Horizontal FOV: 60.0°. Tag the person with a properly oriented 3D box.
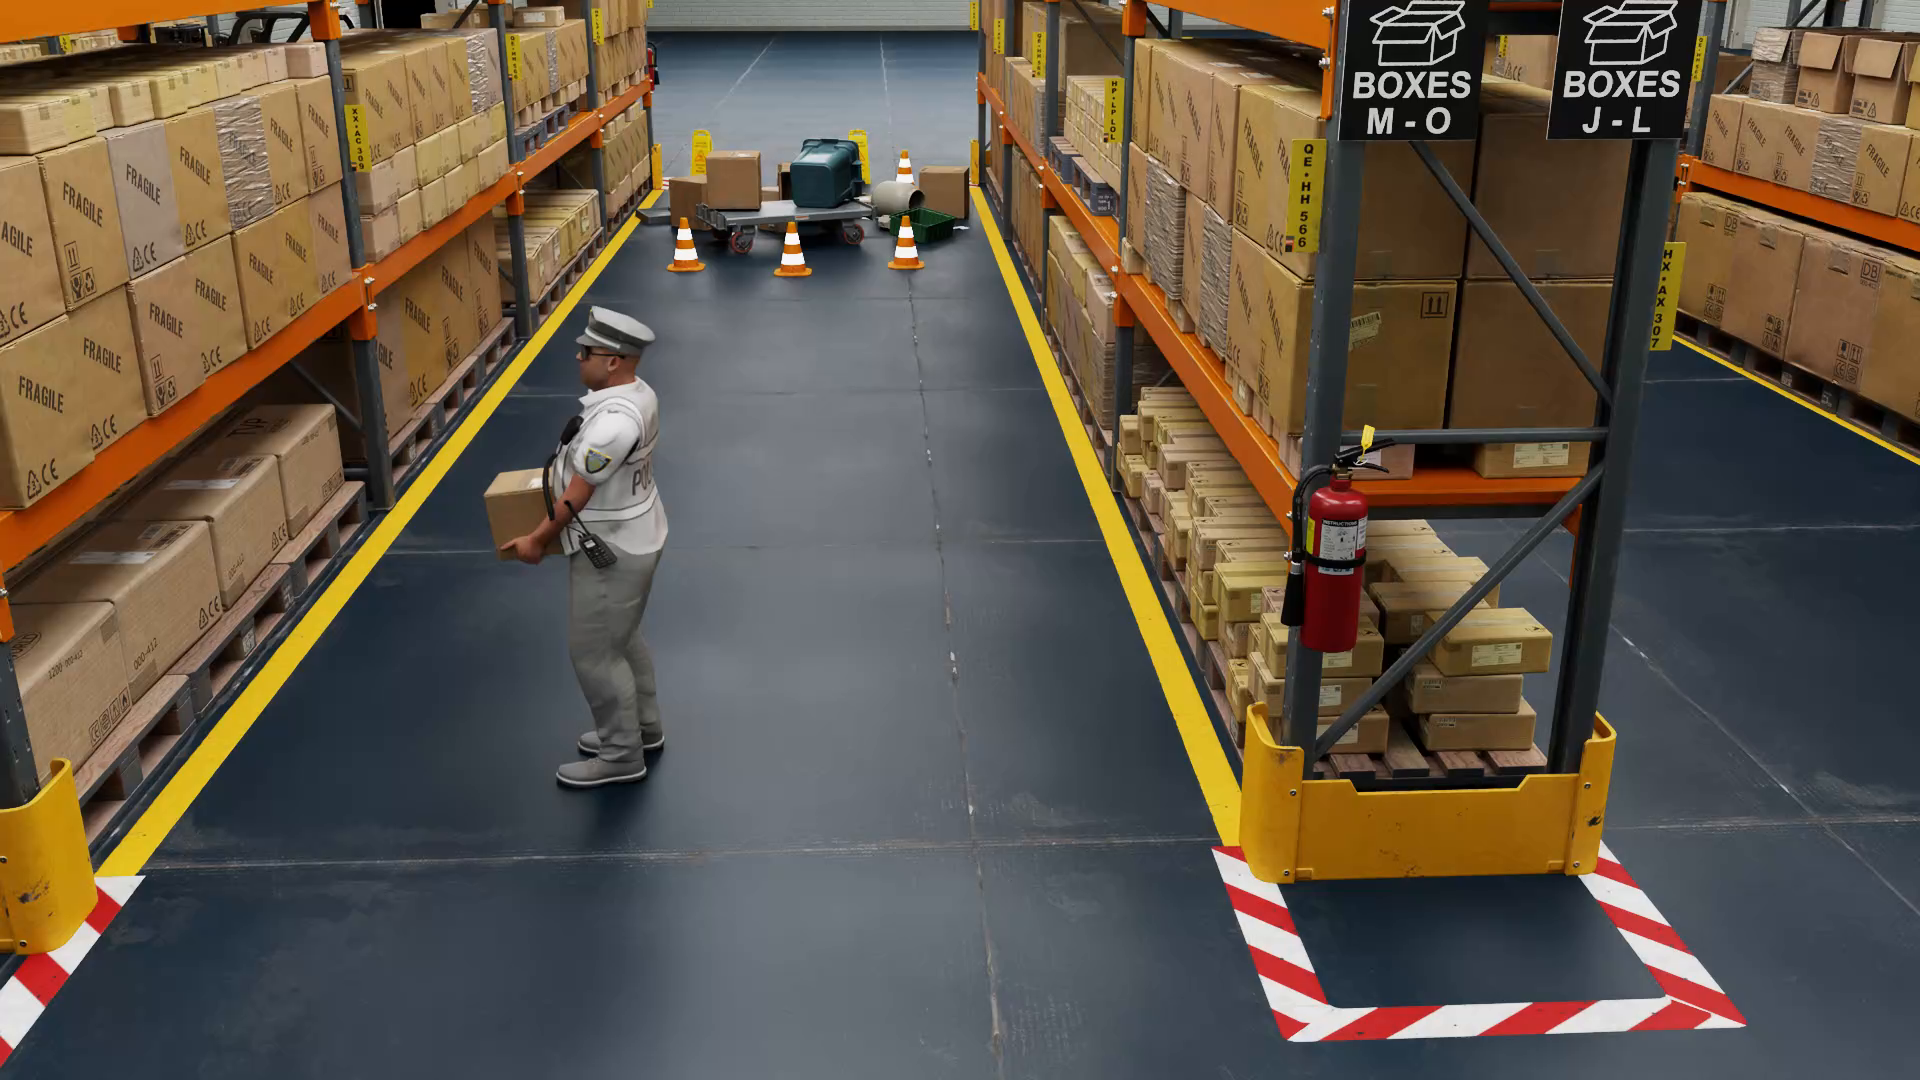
[{"bbox_3d":[-1.332,0.028,5.967,0.571,1.766,0.494,-1,20,-2],"label":"person"}]
